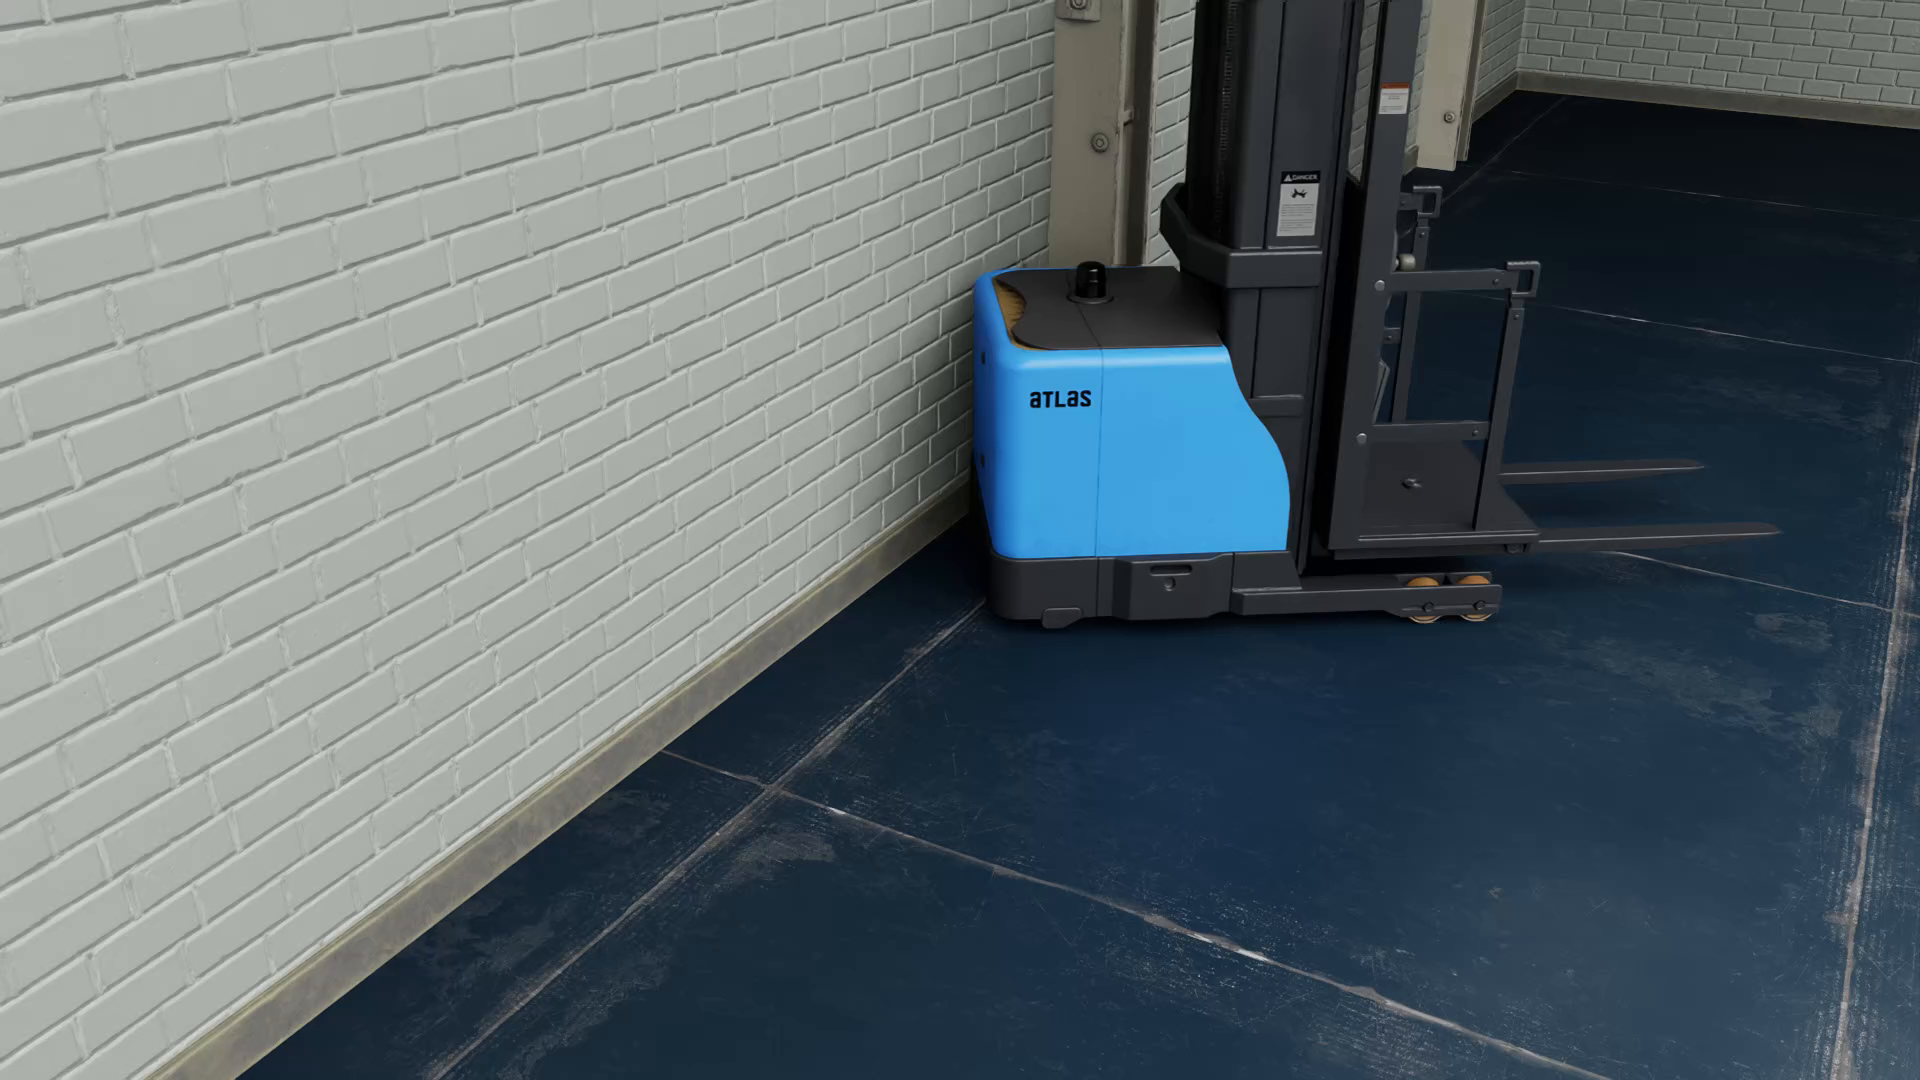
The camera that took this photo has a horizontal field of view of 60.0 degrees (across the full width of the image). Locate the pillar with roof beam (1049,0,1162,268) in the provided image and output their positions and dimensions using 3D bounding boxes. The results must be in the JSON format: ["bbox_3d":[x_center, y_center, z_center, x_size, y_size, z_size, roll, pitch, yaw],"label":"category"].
[{"bbox_3d":[4.357,-3.539,3.767,9.100,9.000,0.400,14,30,26],"label":"pillar with roof beam"}]

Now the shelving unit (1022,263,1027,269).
[{"bbox_3d":[0.313,-0.679,6.953,0.258,0.900,0.210,12,25,22],"label":"shelving unit"}]

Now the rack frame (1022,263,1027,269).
[{"bbox_3d":[0.356,-0.714,7.038,0.240,0.900,0.006,12,25,22],"label":"rack frame"}]

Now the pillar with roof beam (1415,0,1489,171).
[{"bbox_3d":[7.308,-5.877,8.438,9.100,9.000,0.400,14,30,26],"label":"pillar with roof beam"}]

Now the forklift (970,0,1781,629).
[{"bbox_3d":[1.585,-1.239,5.950,3.031,2.935,1.130,-2,27,-4],"label":"forklift"}]
